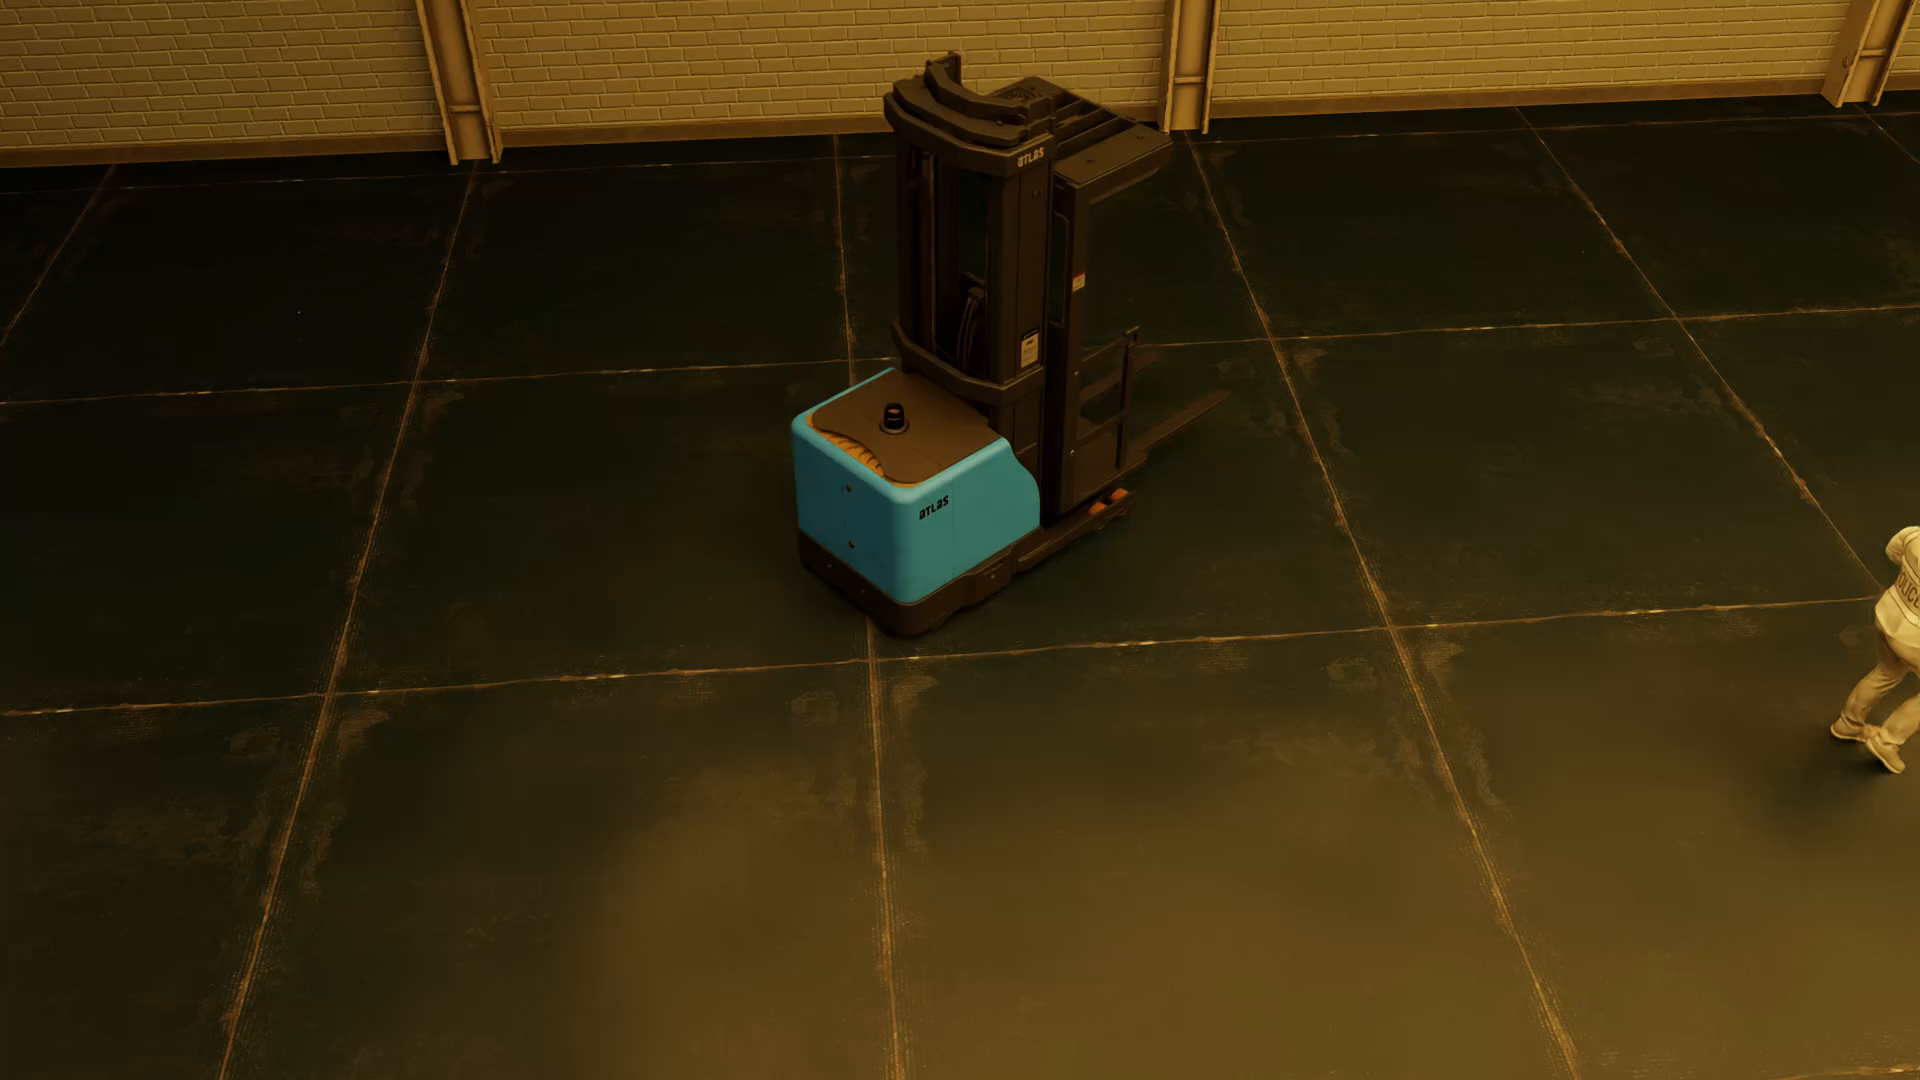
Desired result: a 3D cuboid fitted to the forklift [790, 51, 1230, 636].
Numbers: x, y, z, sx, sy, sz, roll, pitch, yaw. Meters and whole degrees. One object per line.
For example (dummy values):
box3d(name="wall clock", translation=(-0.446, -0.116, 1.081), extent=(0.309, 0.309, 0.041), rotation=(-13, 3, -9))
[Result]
box3d(name="forklift", translation=(0.450, -1.404, 9.580), extent=(3.031, 2.935, 1.130), rotation=(-31, 49, -31))

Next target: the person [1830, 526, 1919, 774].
box3d(name="person", translation=(4.853, 0.448, 8.431), extent=(0.443, 1.672, 0.781), rotation=(0, 41, 0))
